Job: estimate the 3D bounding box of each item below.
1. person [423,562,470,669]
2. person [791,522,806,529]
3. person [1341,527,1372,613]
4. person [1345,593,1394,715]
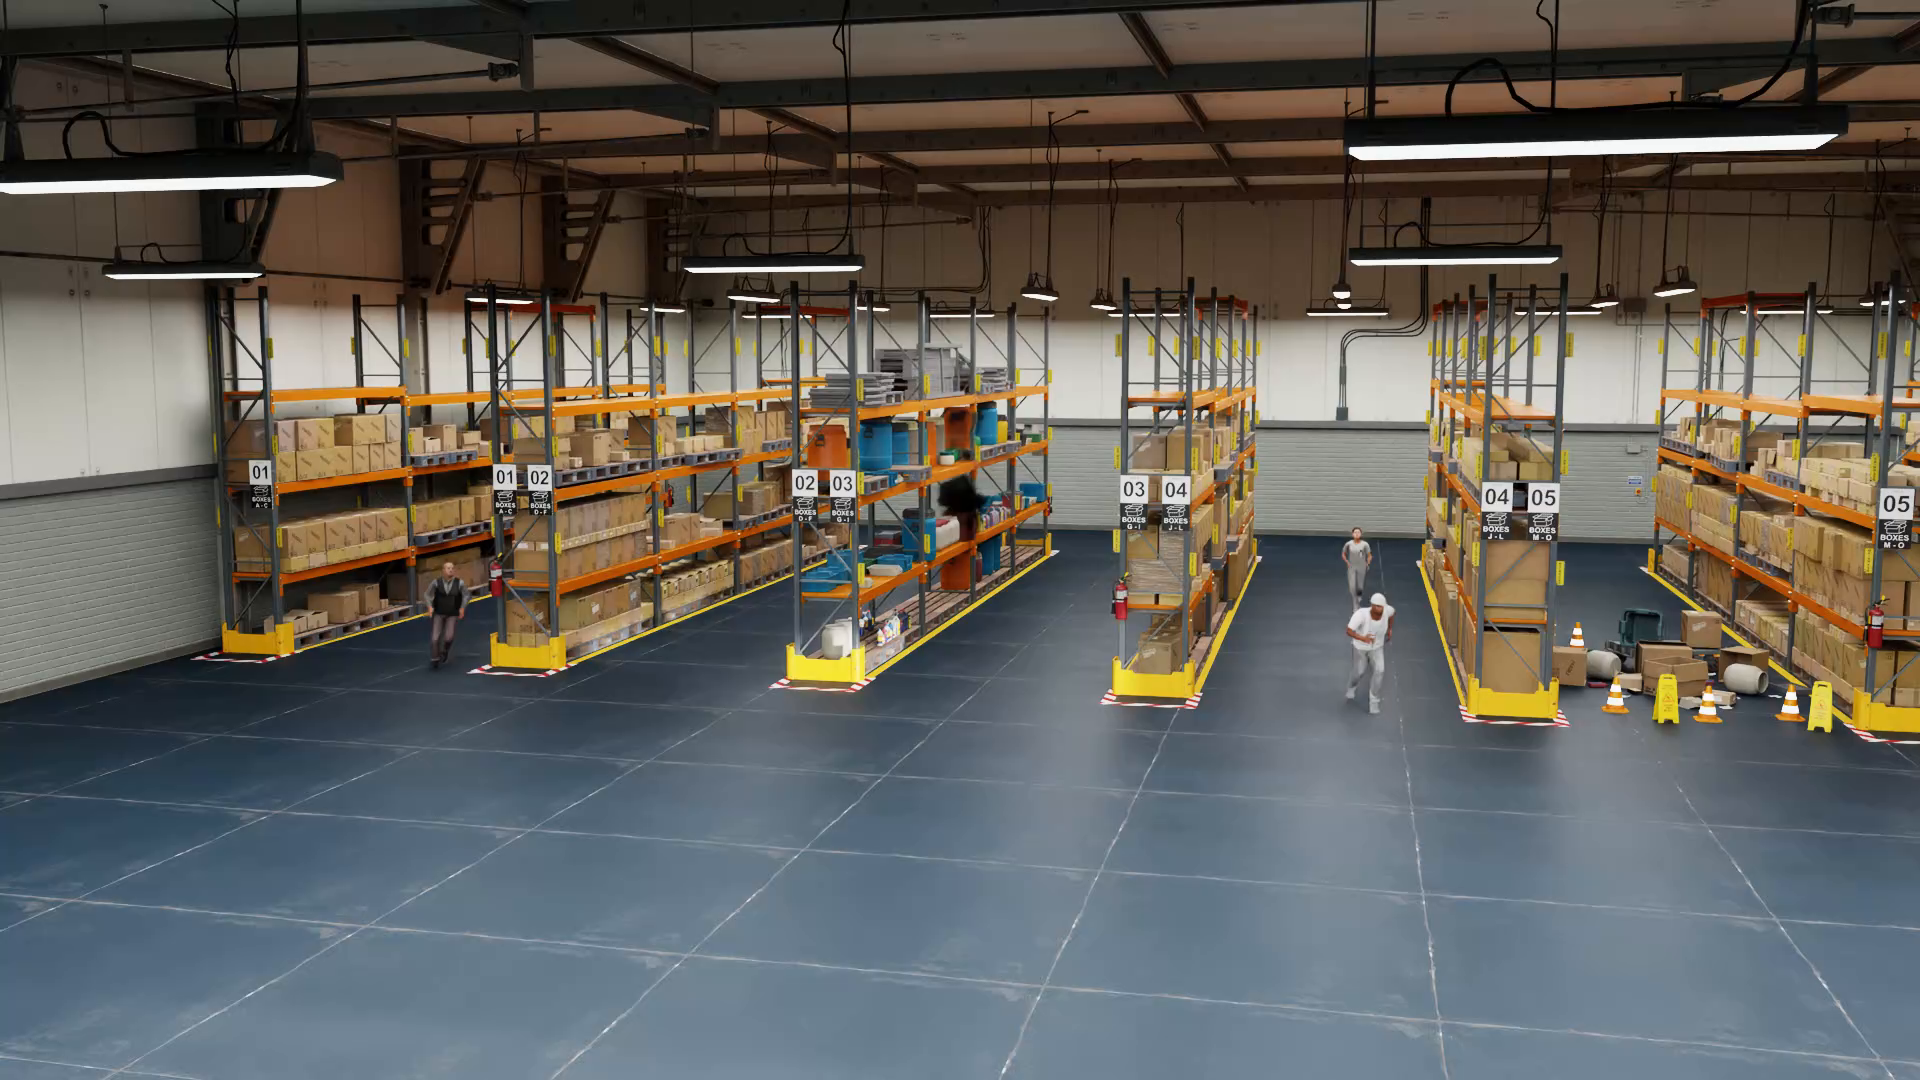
[{"bbox_3d":[-8.071,1.186,26.164,0.711,1.665,0.517,-2,7,-15],"label":"person"},{"bbox_3d":[-4.189,-0.858,43.359,0.749,1.825,0.664,3,7,27],"label":"person"},{"bbox_3d":[7.568,0.560,31.758,0.565,1.633,0.599,2,7,14],"label":"person"},{"bbox_3d":[5.678,1.543,23.183,0.747,1.717,1.045,-1,7,-10],"label":"person"}]
